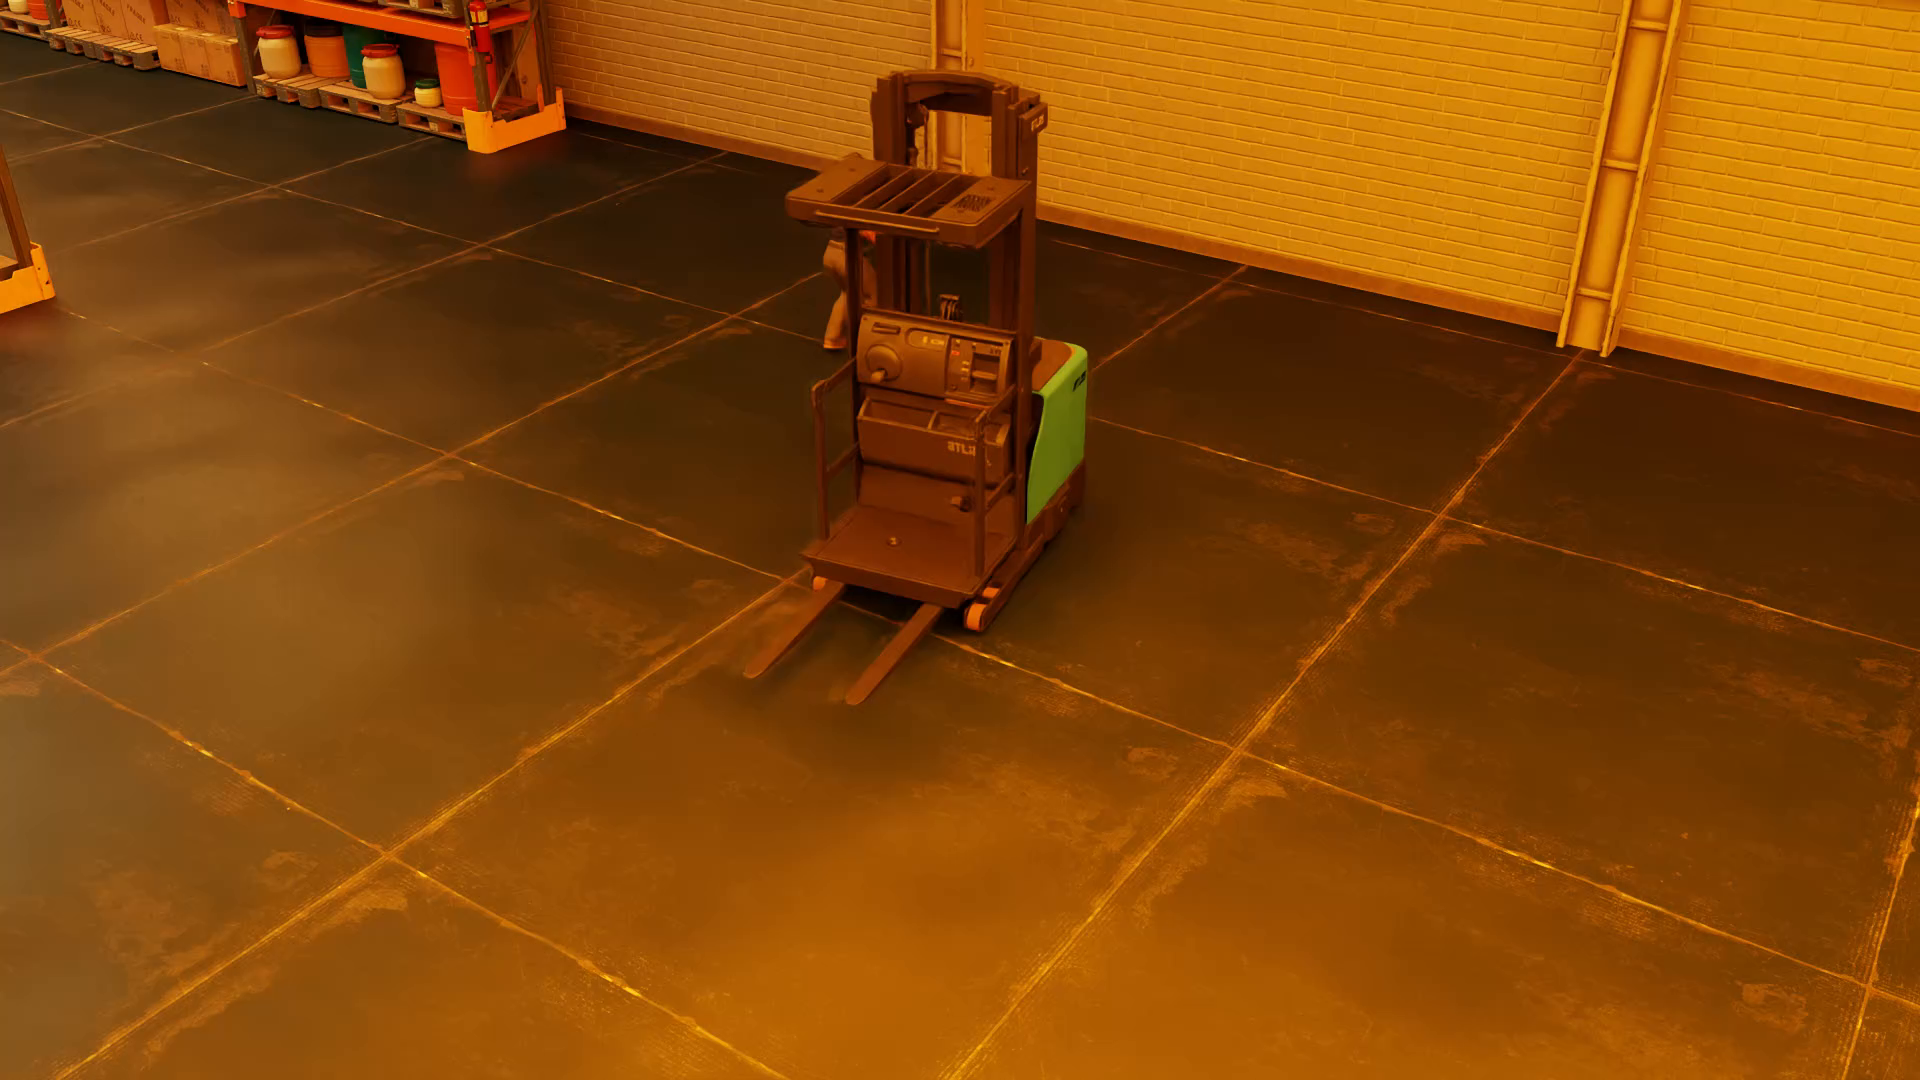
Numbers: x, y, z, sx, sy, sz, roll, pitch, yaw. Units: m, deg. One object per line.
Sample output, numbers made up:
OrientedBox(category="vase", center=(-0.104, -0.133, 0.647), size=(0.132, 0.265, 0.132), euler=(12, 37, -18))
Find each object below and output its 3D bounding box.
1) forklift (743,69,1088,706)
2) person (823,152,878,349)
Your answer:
OrientedBox(category="forklift", center=(-0.237, -0.983, 9.275), size=(1.130, 2.935, 3.031), euler=(12, 32, 20))
OrientedBox(category="person", center=(-0.763, -2.174, 12.704), size=(0.618, 1.607, 0.695), euler=(-21, 36, -32))
